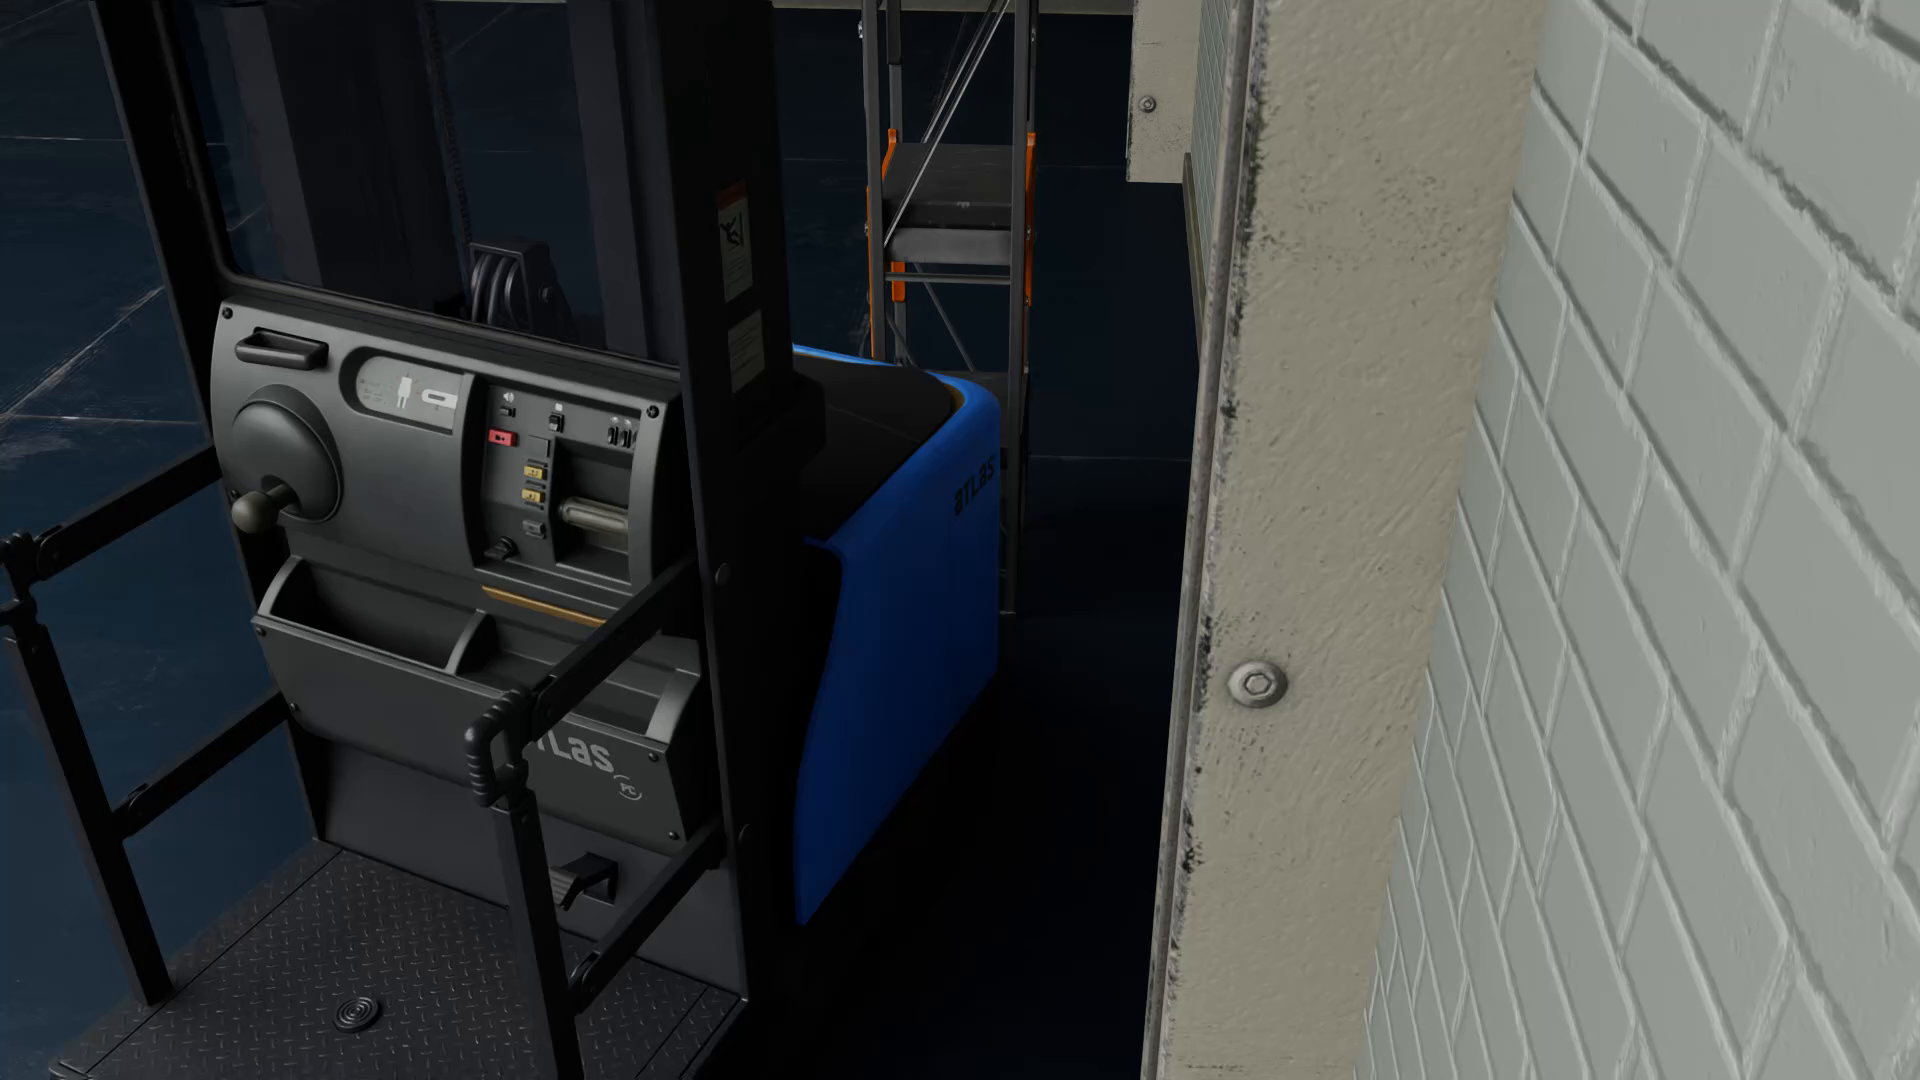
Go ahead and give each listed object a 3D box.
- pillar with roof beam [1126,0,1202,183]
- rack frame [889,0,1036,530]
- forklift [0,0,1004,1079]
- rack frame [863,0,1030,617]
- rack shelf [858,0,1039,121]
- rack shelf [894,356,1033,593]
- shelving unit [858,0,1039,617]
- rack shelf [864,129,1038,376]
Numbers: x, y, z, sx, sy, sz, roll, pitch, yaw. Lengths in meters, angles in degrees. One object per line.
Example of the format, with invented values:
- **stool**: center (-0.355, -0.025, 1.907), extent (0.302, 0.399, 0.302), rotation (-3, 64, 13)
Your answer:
- **pillar with roof beam**: center (-3.314, -5.853, 6.170), extent (9.100, 9.000, 0.400), rotation (2, 32, 4)
- **rack frame**: center (0.006, -0.935, 4.766), extent (0.400, 2.100, 0.015), rotation (2, 32, 4)
- **forklift**: center (-0.973, -0.094, 2.608), extent (1.130, 2.935, 3.031), rotation (14, 34, 21)
- **rack frame**: center (-0.033, -0.680, 4.352), extent (0.400, 2.100, 0.015), rotation (2, 32, 4)
- **rack shelf**: center (-0.013, -1.392, 4.199), extent (0.431, 0.518, 0.480), rotation (2, 32, 4)
- **rack shelf**: center (-0.013, -0.200, 4.933), extent (0.431, 0.518, 0.480), rotation (2, 32, 4)
- **shelving unit**: center (-0.013, -0.807, 4.559), extent (0.431, 2.100, 0.503), rotation (2, 32, 4)
- **rack shelf**: center (-0.013, -0.796, 4.566), extent (0.431, 0.518, 0.480), rotation (2, 32, 4)
